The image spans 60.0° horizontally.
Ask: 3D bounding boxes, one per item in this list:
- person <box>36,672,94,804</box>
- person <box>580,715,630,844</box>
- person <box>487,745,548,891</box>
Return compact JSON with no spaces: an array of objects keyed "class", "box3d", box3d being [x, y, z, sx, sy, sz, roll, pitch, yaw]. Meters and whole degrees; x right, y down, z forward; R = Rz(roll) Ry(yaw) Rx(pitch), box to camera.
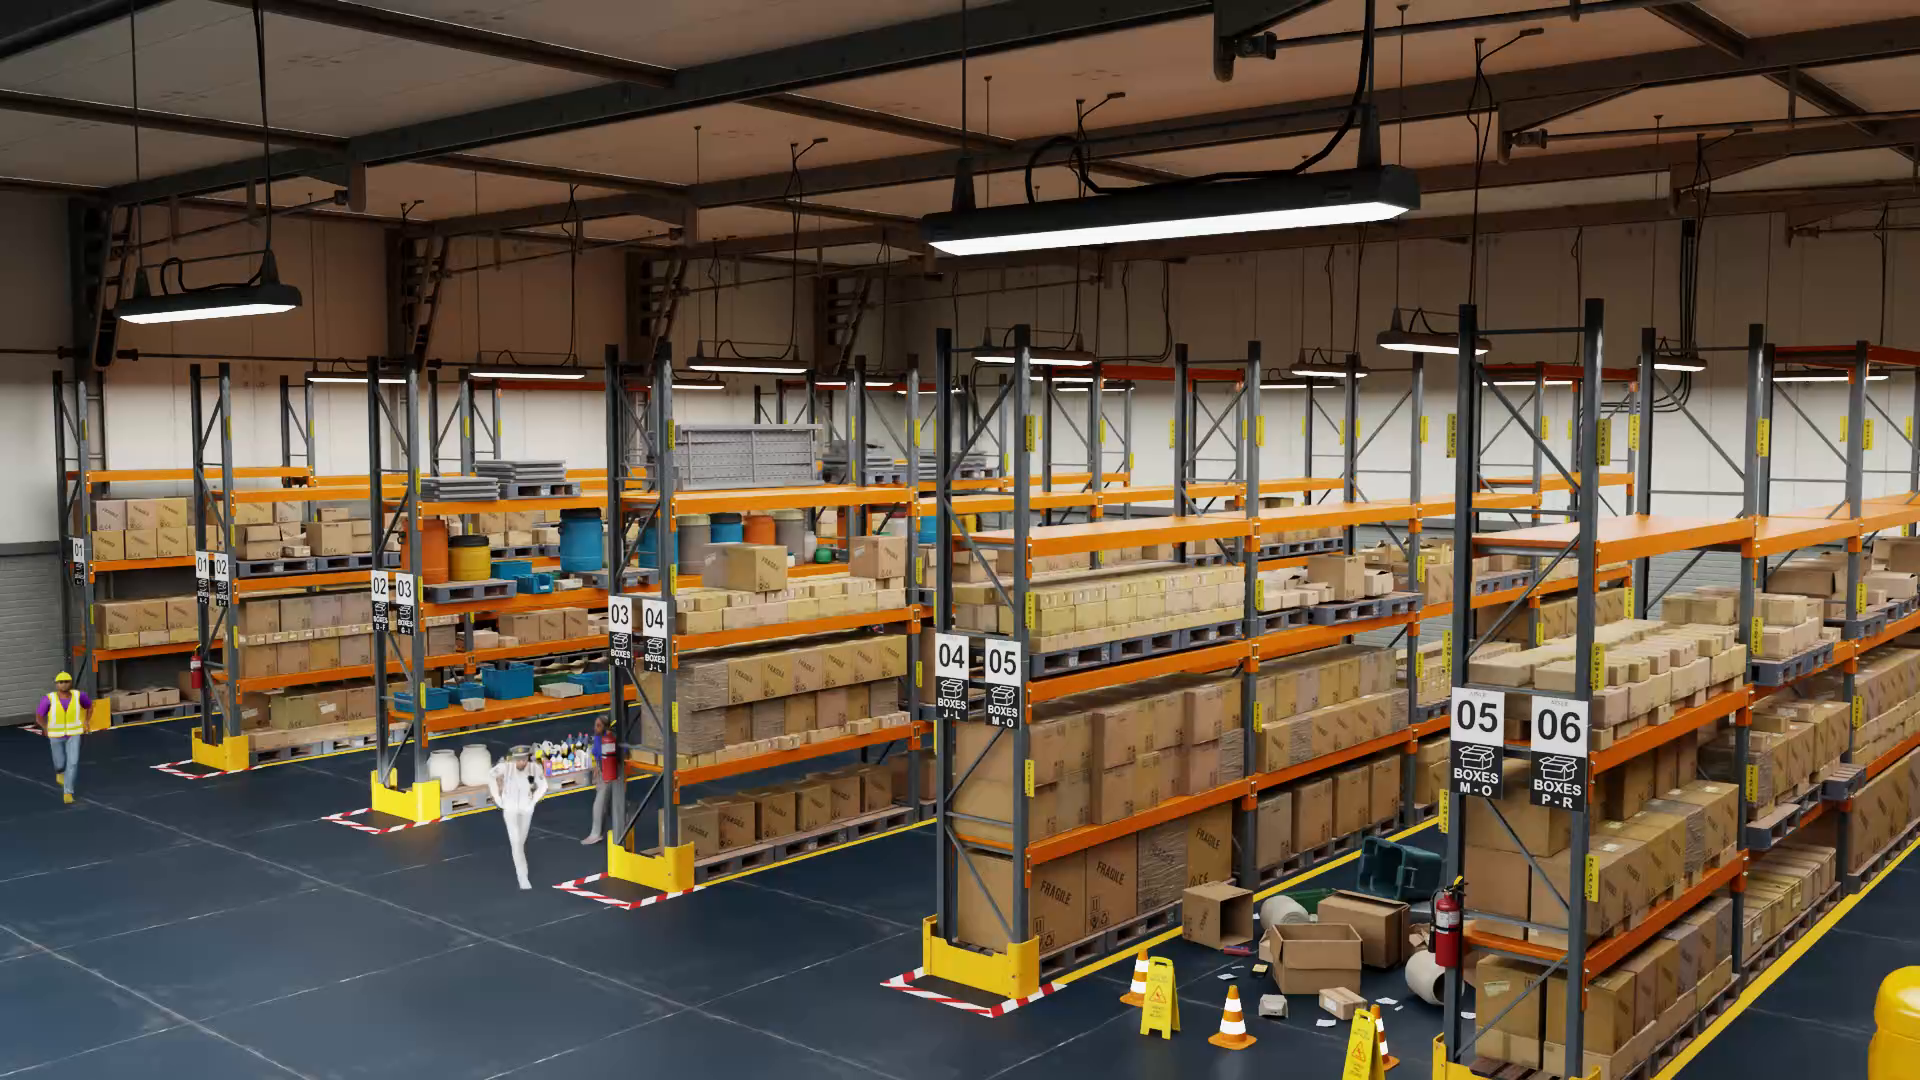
[{"class":"person","box3d":[-12.221,2.674,22.732,0.708,1.763,0.825,-2,5,-30]},{"class":"person","box3d":[-4.232,2.917,20.398,0.586,1.610,0.712,3,5,34]},{"class":"person","box3d":[-4.963,3.046,18.658,0.655,1.628,0.950,-1,4,-18]}]
